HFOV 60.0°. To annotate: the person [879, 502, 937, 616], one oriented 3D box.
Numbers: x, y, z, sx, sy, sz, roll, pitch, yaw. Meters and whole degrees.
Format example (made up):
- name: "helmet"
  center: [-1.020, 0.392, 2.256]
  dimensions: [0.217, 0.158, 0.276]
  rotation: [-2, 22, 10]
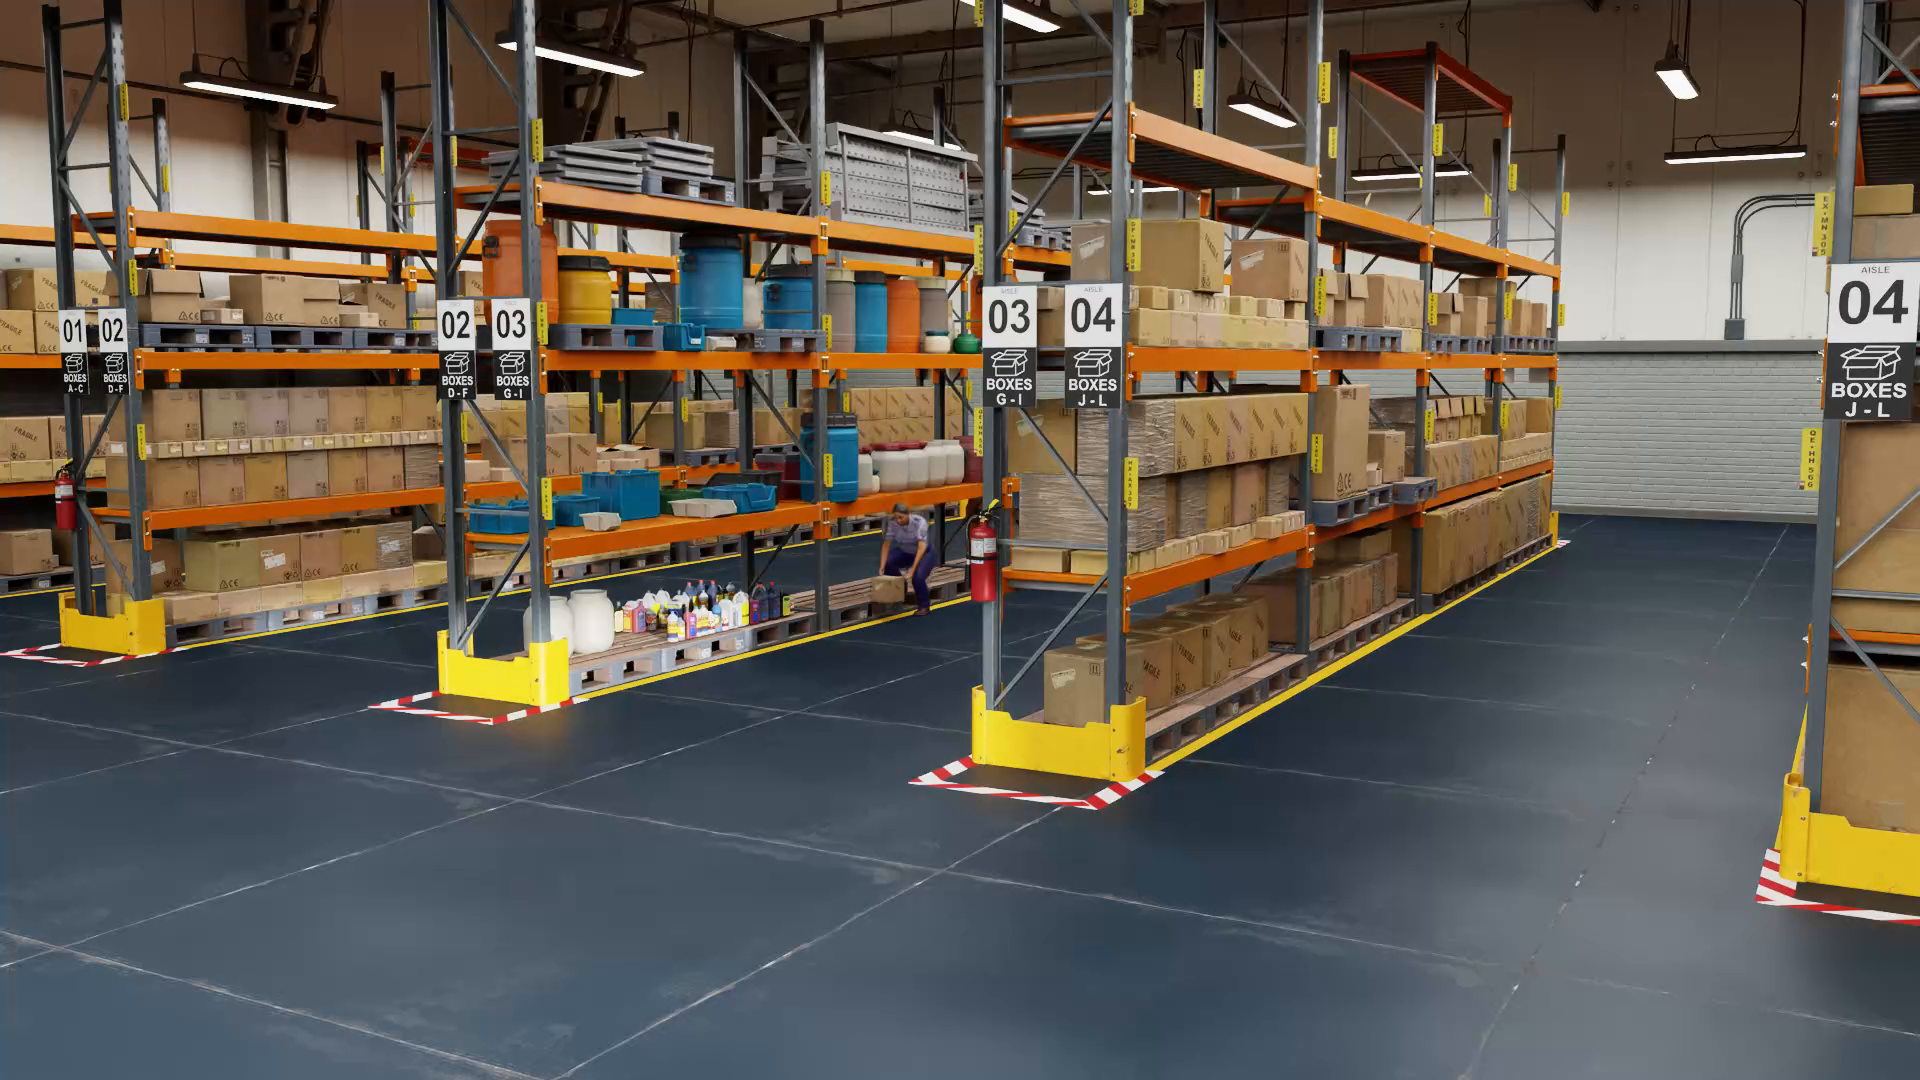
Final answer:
- name: "person"
  center: [-0.532, 0.198, 17.886]
  dimensions: [0.542, 1.229, 0.738]
  rotation: [3, 7, 29]
